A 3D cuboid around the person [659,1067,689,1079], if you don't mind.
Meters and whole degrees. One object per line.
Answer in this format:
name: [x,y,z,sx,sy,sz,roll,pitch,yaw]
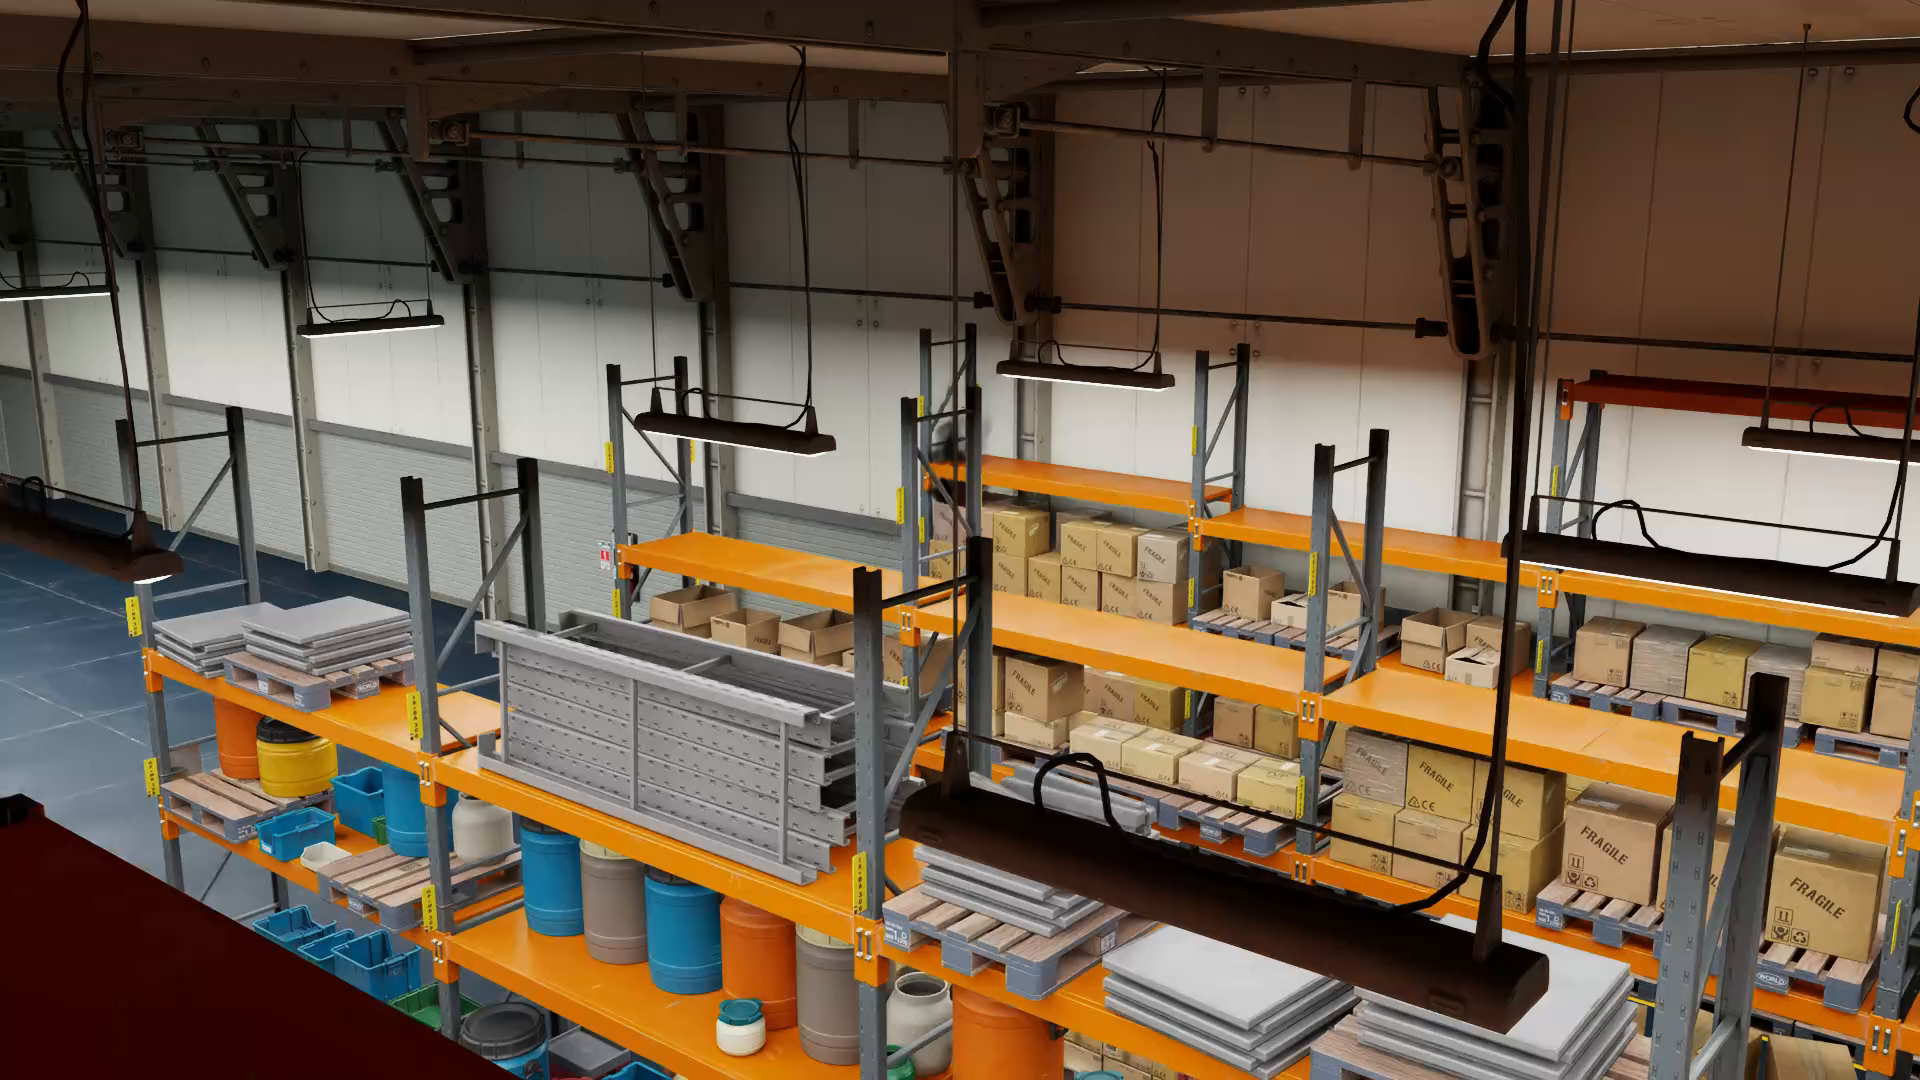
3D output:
person: [-2.166,4.249,13.255,0.991,1.758,0.701,9,16,36]
